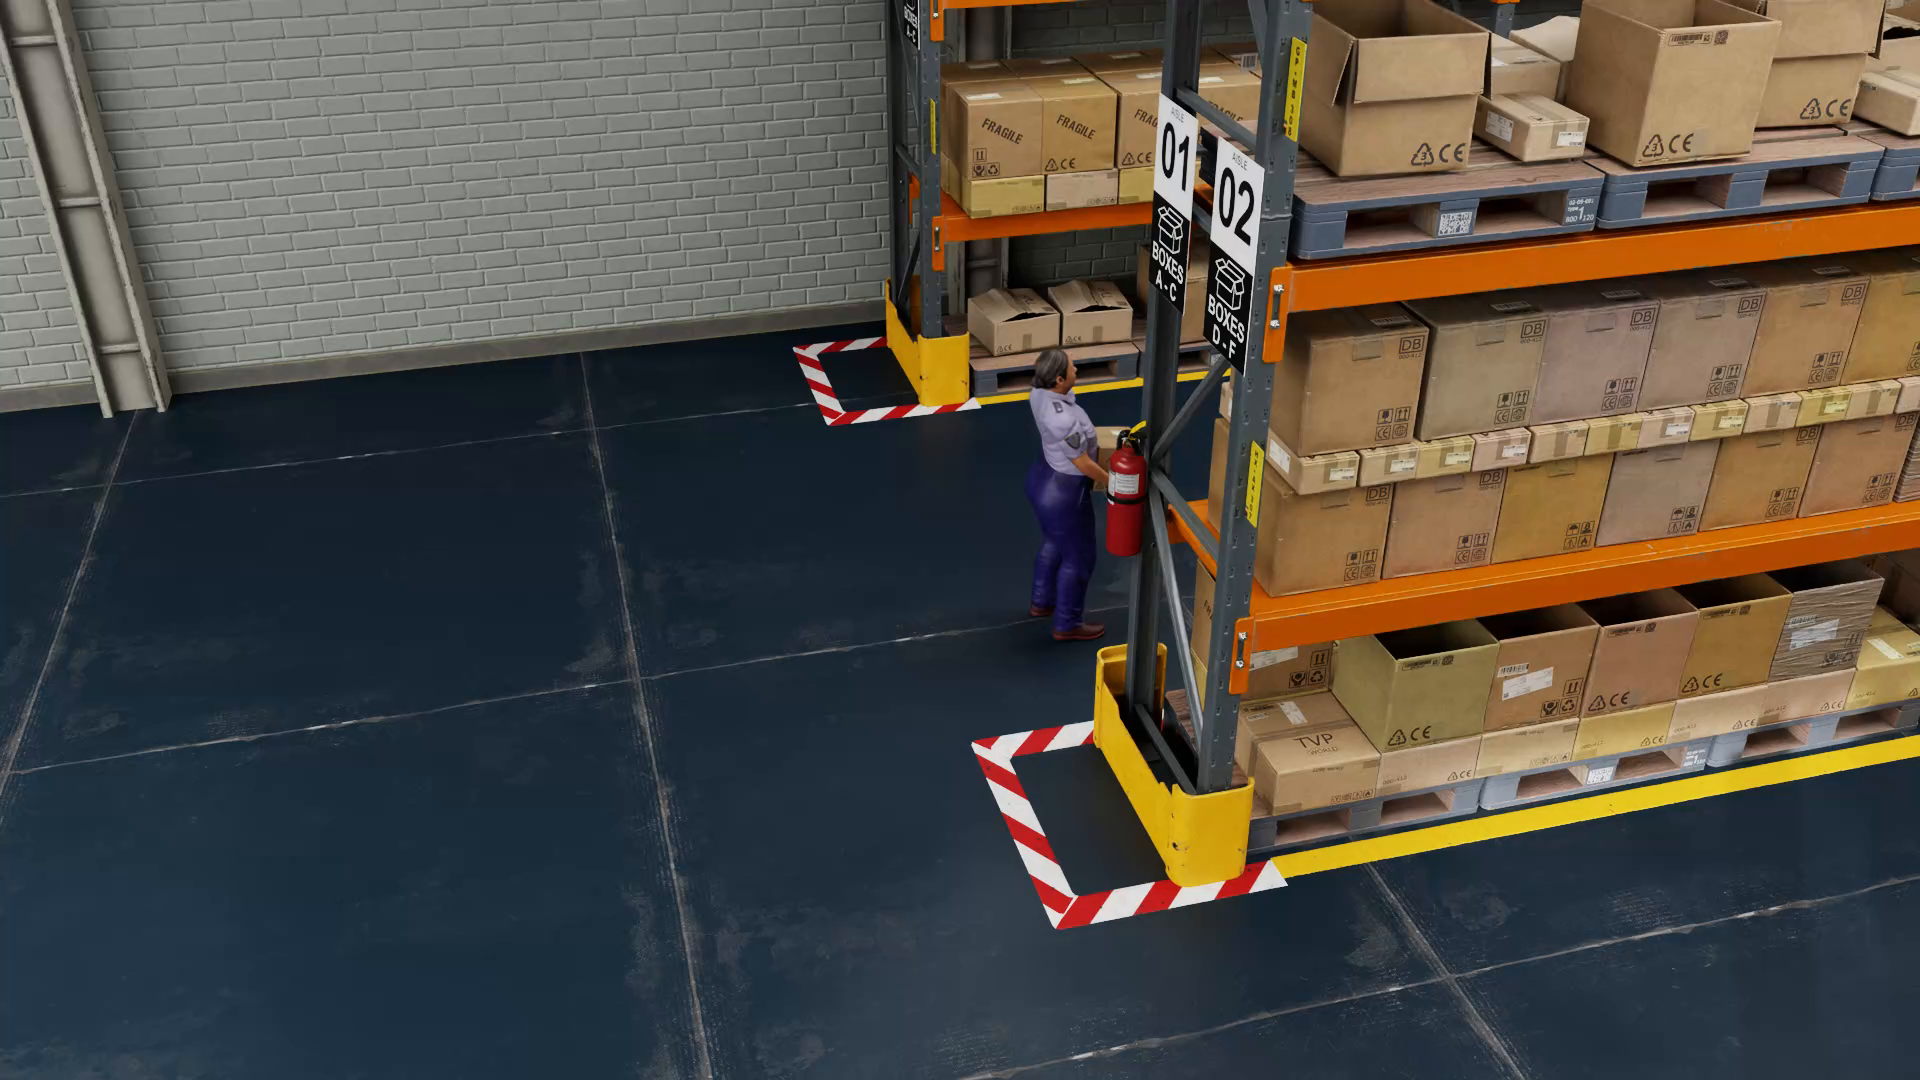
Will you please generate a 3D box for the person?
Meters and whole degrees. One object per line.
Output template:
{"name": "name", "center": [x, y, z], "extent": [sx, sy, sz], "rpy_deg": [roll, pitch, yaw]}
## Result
{"name": "person", "center": [0.608, -0.252, 8.689], "extent": [0.524, 1.636, 0.453], "rpy_deg": [-7, 31, -12]}
